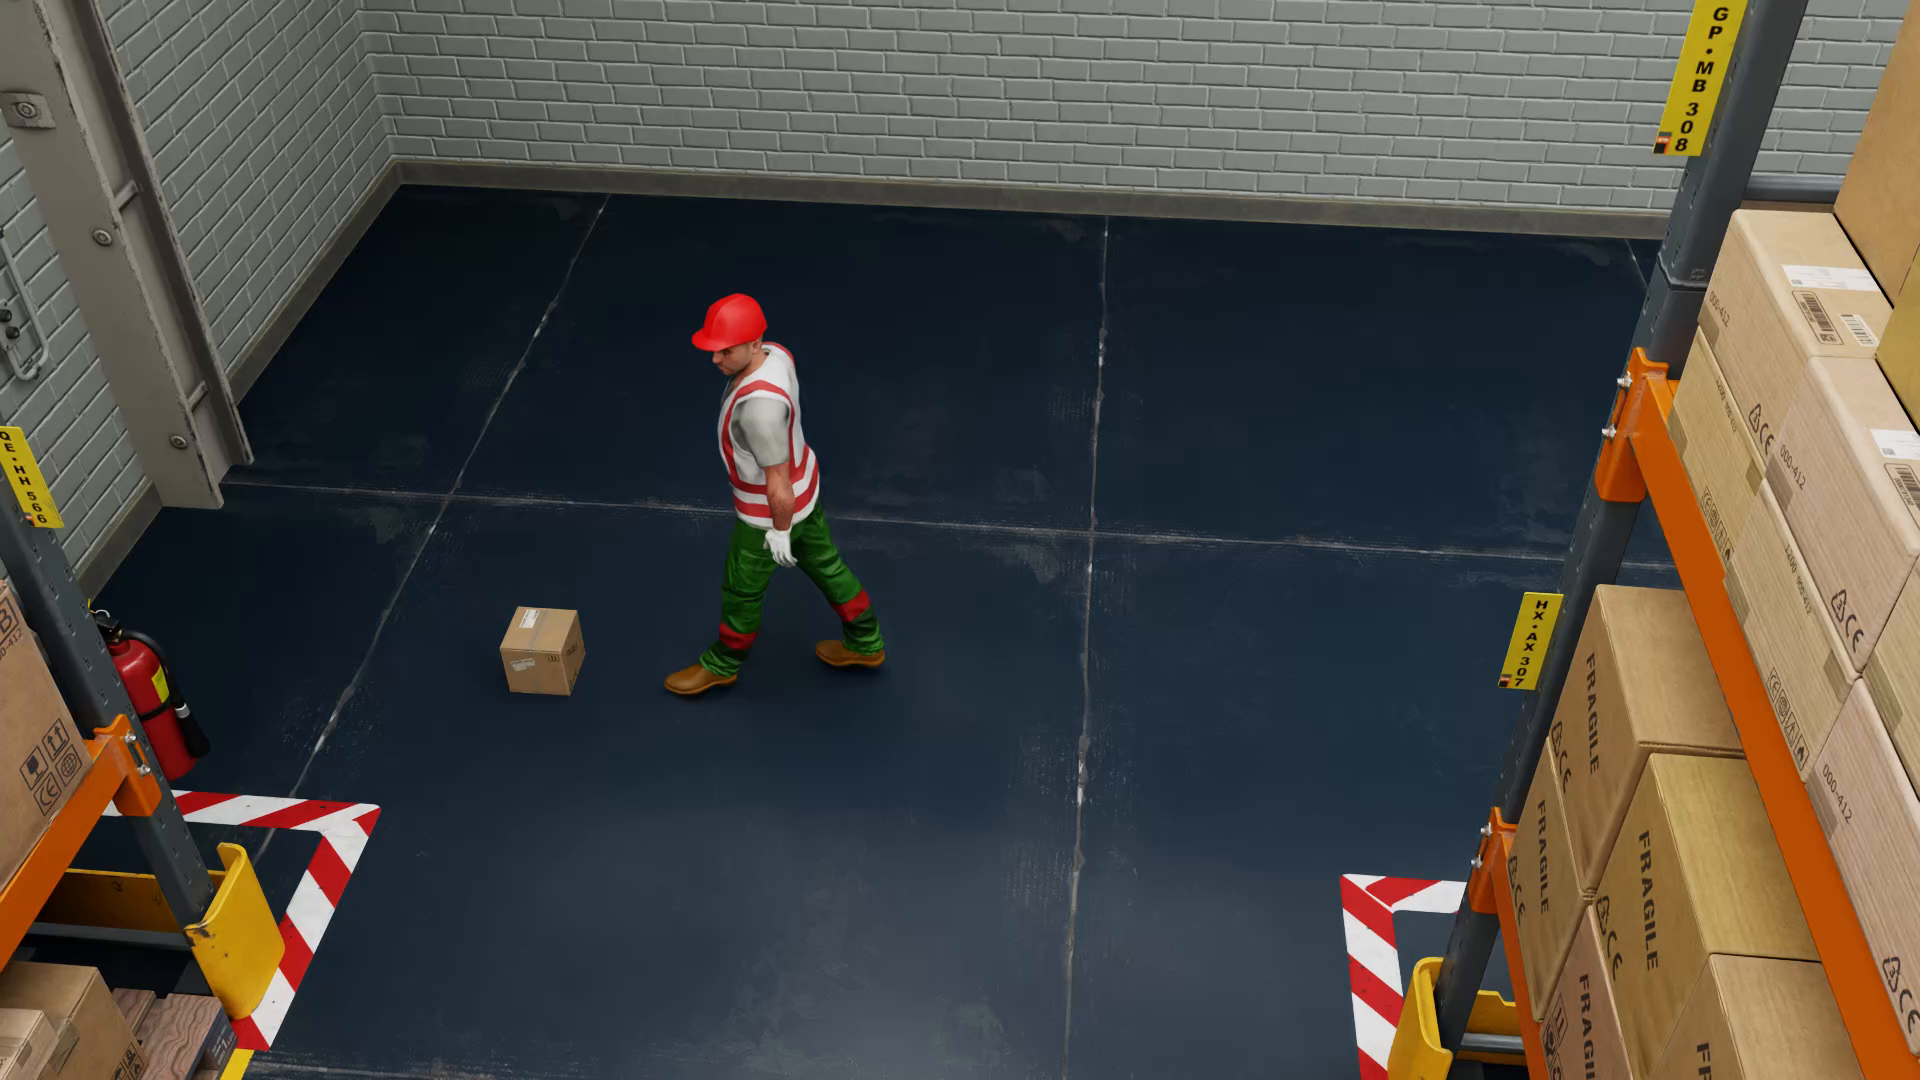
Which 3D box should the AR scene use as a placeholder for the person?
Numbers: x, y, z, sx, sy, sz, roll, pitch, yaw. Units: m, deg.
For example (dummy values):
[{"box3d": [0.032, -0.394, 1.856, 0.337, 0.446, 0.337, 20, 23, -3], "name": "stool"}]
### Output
[{"box3d": [-0.747, -0.162, 6.311, 0.880, 1.748, 0.548, 3, 40, 4], "name": "person"}]
